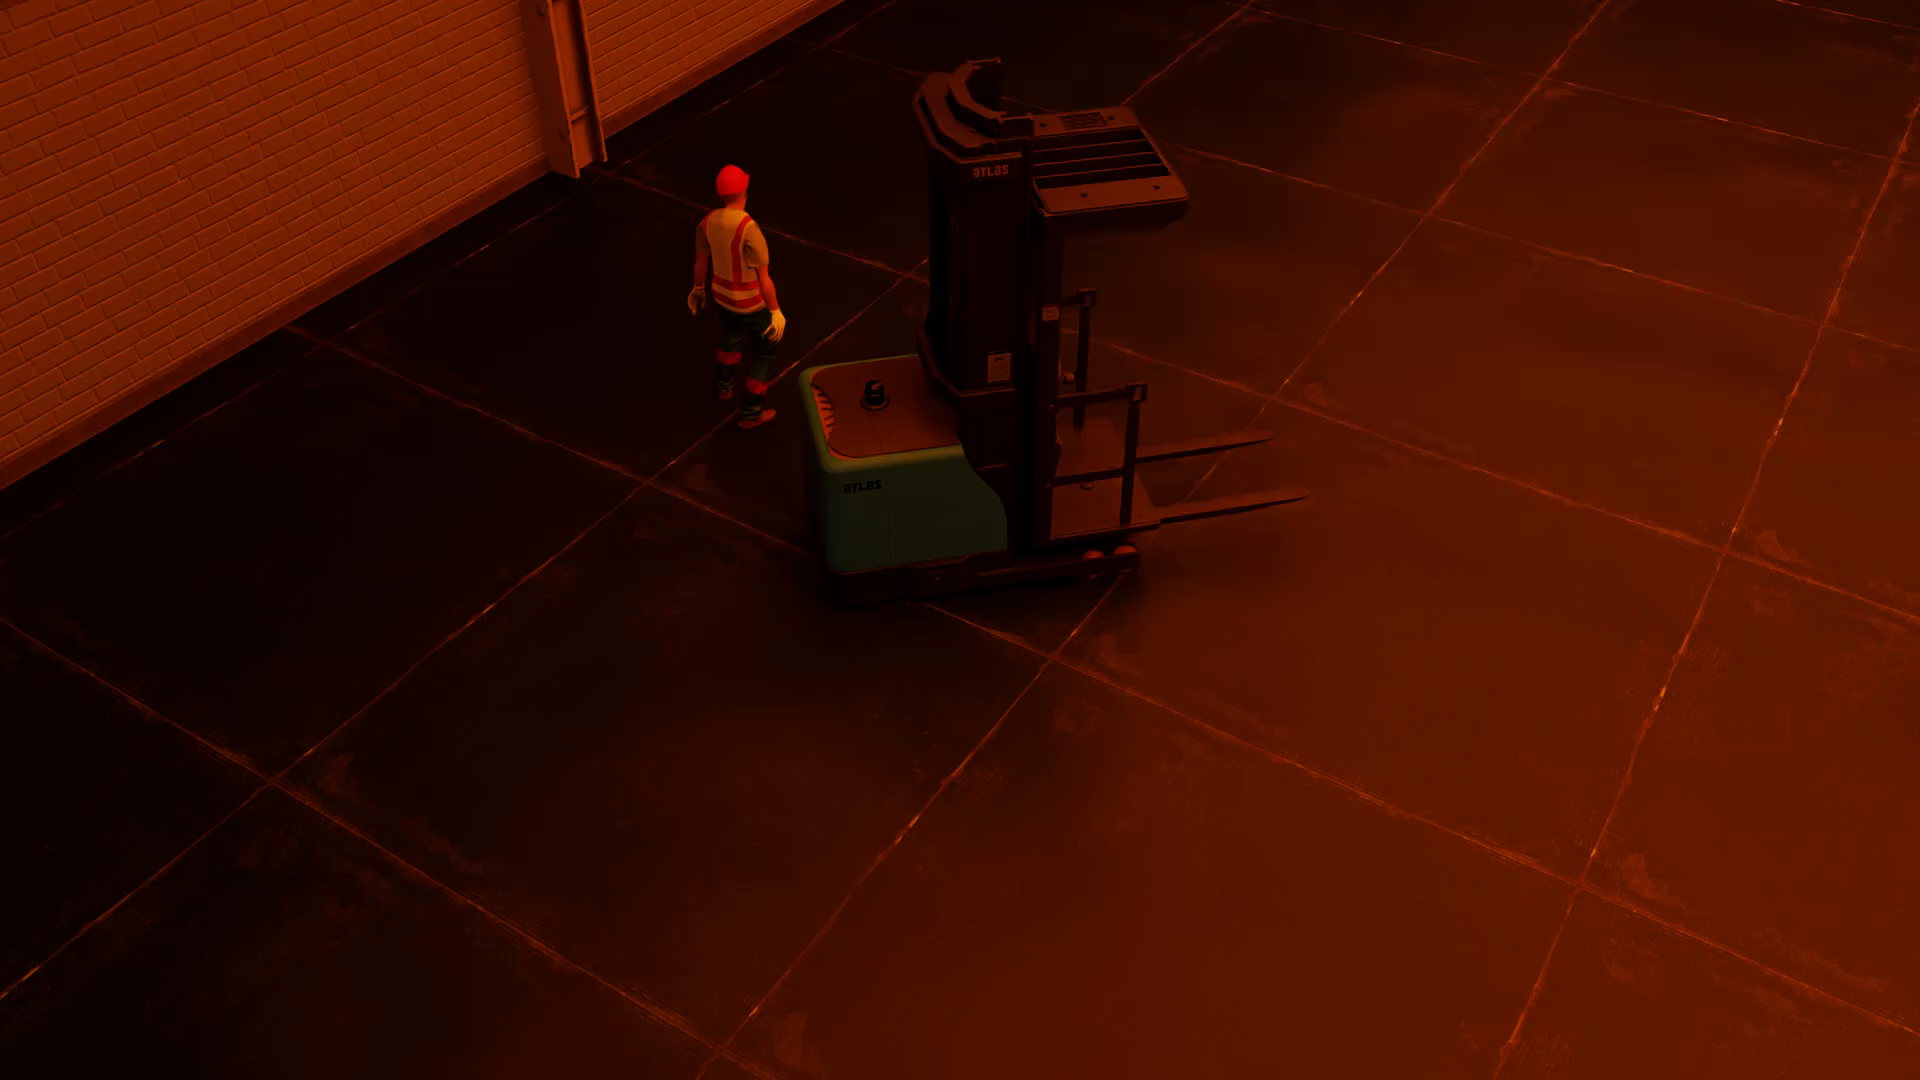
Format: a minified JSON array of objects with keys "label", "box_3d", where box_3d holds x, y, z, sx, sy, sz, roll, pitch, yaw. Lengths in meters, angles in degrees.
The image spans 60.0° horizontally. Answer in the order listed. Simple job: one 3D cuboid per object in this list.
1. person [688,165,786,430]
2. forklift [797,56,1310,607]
[{"label":"person","box_3d":[-1.401,-1.555,10.753,0.868,1.749,0.464,31,49,31]},{"label":"forklift","box_3d":[0.603,-1.219,9.406,3.031,2.935,1.130,-8,41,-10]}]
